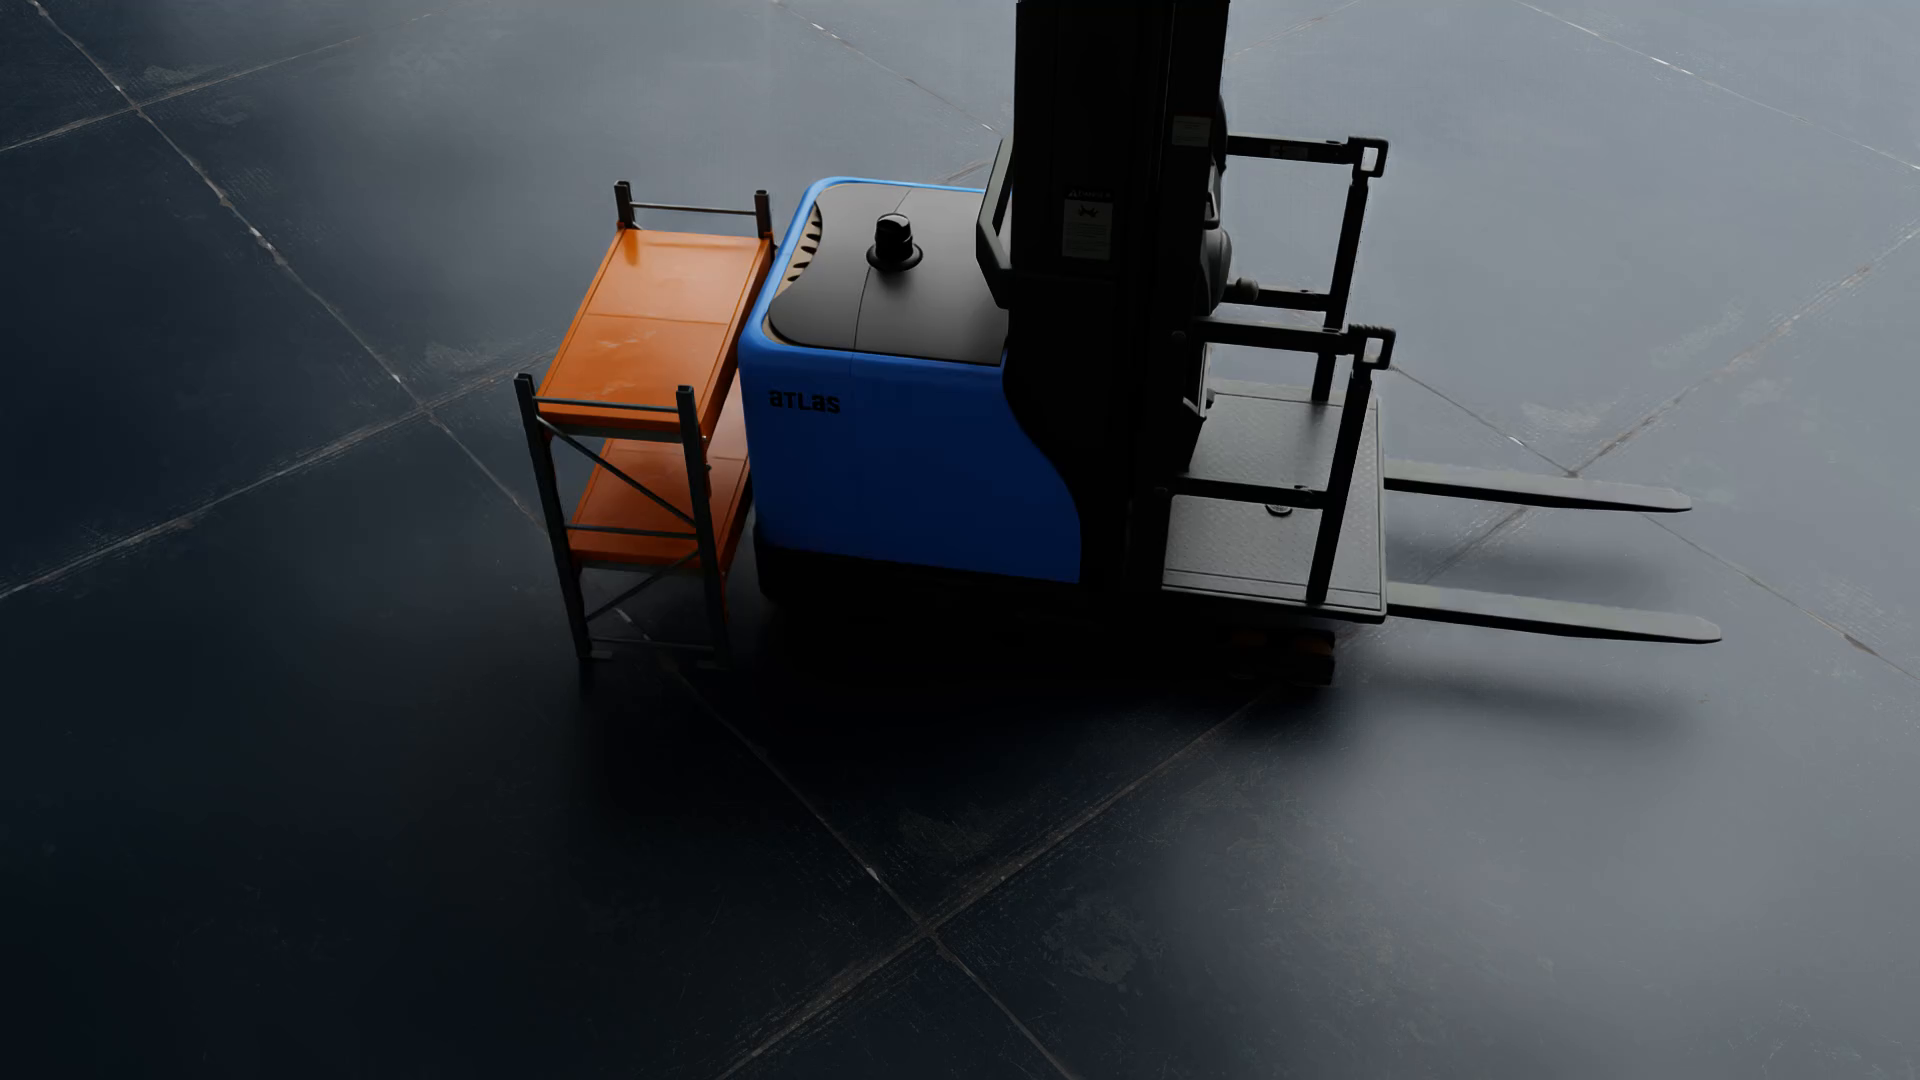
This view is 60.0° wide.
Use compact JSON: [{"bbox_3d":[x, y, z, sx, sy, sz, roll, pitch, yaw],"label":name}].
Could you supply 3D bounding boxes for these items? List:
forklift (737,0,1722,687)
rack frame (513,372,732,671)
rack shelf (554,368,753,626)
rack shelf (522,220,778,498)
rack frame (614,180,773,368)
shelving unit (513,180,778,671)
[{"bbox_3d":[0.901,-0.998,4.672,3.031,2.935,1.130,7,44,7],"label":"forklift"},{"bbox_3d":[-0.981,-0.023,4.953,0.500,1.125,0.032,5,43,5],"label":"rack frame"},{"bbox_3d":[-0.919,-0.190,5.488,0.538,0.278,1.000,5,43,5],"label":"rack shelf"},{"bbox_3d":[-0.919,-0.582,5.120,0.538,0.278,1.000,5,43,5],"label":"rack shelf"},{"bbox_3d":[-0.857,-0.714,5.688,0.500,1.125,0.032,5,43,5],"label":"rack frame"},{"bbox_3d":[-0.919,-0.368,5.320,0.538,1.125,1.048,5,43,5],"label":"shelving unit"}]
